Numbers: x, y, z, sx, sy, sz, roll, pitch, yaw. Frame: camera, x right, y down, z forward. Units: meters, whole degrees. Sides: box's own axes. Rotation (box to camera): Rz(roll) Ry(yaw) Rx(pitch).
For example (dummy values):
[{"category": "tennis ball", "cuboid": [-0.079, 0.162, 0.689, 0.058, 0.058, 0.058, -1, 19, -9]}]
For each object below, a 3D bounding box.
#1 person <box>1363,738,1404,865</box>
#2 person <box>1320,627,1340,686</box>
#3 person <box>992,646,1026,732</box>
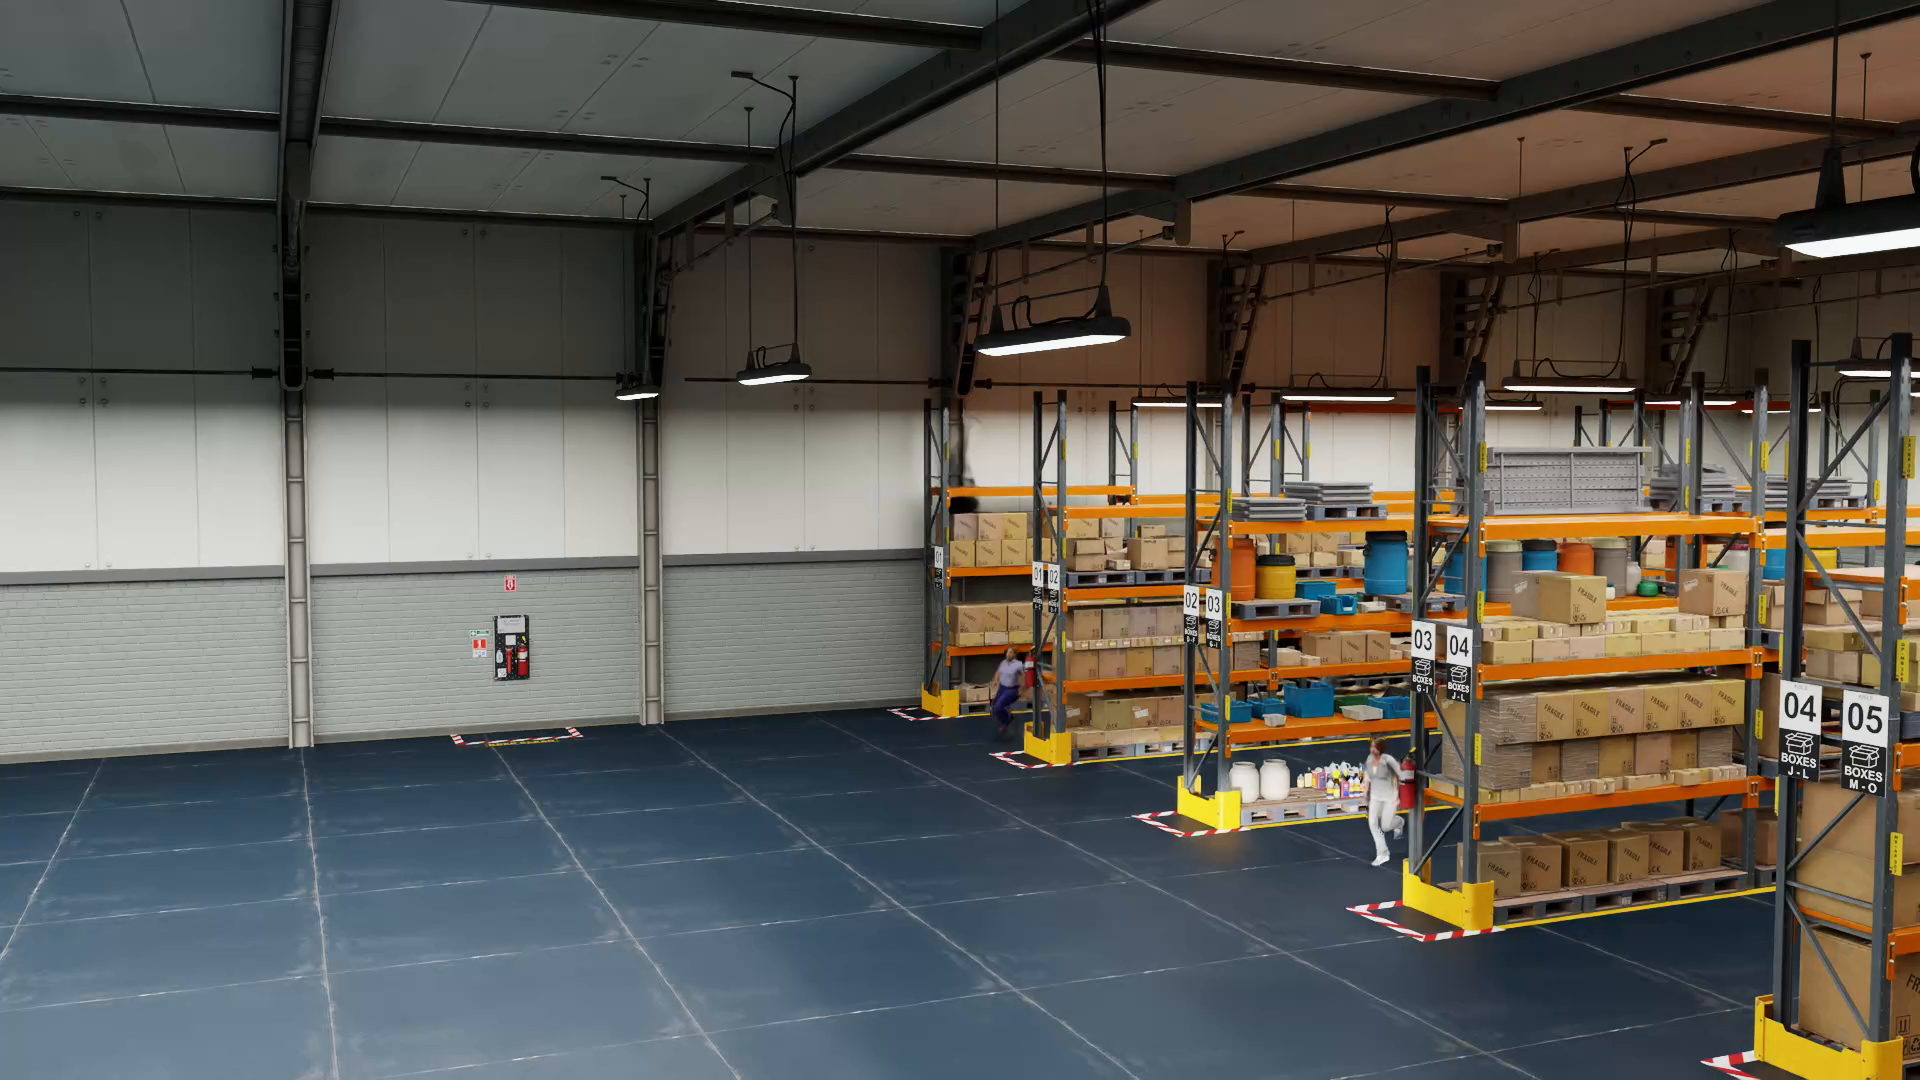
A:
[{"category": "person", "cuboid": [5.267, 3.201, 20.549, 0.567, 1.565, 0.665, 3, 5, 45]}, {"category": "person", "cuboid": [7.059, 2.485, 31.583, 0.586, 1.671, 0.582, -1, 4, -23]}, {"category": "person", "cuboid": [0.839, 2.581, 28.674, 0.702, 1.486, 0.667, -3, 5, -44]}]
